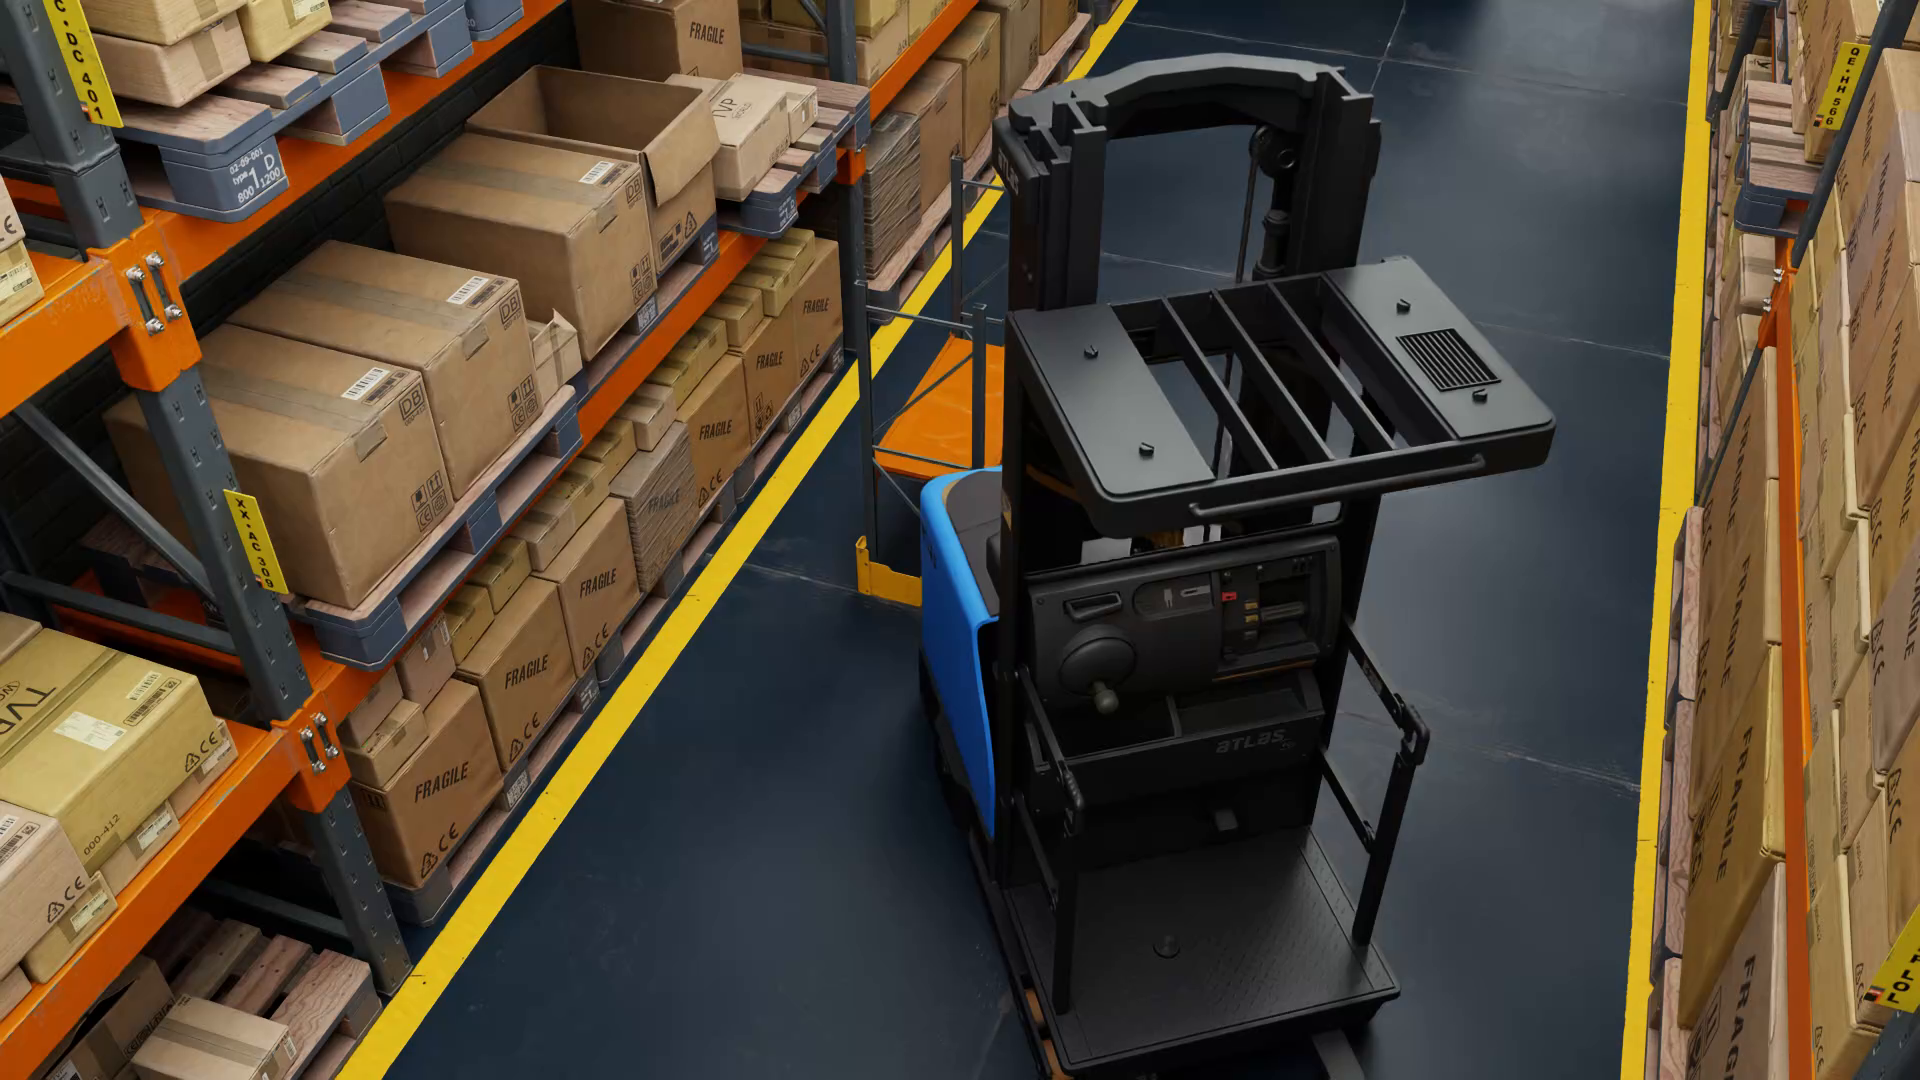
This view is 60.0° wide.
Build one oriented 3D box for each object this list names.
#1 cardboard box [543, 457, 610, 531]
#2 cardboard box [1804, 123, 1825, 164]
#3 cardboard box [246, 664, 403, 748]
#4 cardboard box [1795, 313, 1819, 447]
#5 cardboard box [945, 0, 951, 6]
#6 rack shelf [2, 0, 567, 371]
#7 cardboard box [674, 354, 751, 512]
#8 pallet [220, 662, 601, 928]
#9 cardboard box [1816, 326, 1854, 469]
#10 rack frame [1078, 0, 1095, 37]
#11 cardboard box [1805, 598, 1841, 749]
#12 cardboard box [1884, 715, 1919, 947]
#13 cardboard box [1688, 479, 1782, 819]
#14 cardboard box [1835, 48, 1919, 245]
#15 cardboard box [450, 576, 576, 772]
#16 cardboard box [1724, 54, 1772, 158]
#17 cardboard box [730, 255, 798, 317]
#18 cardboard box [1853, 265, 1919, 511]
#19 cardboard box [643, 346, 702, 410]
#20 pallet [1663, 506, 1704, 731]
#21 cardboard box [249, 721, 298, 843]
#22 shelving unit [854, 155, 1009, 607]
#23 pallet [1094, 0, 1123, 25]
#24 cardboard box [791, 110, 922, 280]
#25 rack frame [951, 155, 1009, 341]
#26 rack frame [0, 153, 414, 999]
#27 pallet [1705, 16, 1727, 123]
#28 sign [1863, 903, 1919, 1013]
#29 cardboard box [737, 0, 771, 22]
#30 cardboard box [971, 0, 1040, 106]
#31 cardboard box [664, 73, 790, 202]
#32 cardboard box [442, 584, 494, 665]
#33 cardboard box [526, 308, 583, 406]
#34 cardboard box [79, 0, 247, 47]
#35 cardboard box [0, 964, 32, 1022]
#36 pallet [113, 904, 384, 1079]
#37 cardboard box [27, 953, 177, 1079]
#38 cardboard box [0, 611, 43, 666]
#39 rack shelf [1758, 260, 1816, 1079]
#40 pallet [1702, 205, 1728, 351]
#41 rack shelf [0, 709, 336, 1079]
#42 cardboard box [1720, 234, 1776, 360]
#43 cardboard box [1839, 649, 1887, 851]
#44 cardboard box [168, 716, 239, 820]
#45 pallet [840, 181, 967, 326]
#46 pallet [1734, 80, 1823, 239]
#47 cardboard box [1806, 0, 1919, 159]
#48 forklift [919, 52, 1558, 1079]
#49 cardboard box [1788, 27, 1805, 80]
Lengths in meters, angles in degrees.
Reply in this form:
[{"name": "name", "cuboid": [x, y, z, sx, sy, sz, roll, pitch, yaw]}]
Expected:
[{"name": "cardboard box", "cuboid": [-1.558, -0.205, 6.281, 0.380, 0.149, 0.250, 15, 43, 17]}, {"name": "cardboard box", "cuboid": [3.630, -1.615, 6.702, 0.380, 0.149, 0.250, 14, 42, 16]}, {"name": "cardboard box", "cuboid": [-2.002, 0.479, 5.251, 0.380, 0.149, 0.250, 13, 42, 14]}, {"name": "cardboard box", "cuboid": [3.153, -0.502, 5.643, 0.500, 0.250, 0.500, 12, 42, 14]}, {"name": "cardboard box", "cuboid": [-0.223, -2.999, 8.570, 0.500, 0.250, 0.500, 12, 42, 14]}, {"name": "rack shelf", "cuboid": [-1.634, -1.866, 5.369, 1.077, 0.370, 4.000, 13, 42, 15]}, {"name": "cardboard box", "cuboid": [-1.250, -0.499, 7.126, 0.500, 0.500, 0.500, 15, 43, 17]}, {"name": "pallet", "cuboid": [-2.076, 0.777, 6.176, 1.003, 0.211, 1.213, 13, 42, 15]}, {"name": "cardboard box", "cuboid": [2.950, -0.382, 5.117, 0.500, 0.250, 0.500, 13, 42, 15]}, {"name": "rack frame", "cuboid": [0.417, -4.658, 10.399, 1.000, 3.000, 0.127, 13, 42, 15]}, {"name": "cardboard box", "cuboid": [2.630, 0.434, 4.546, 0.500, 0.250, 0.500, 12, 42, 14]}, {"name": "cardboard box", "cuboid": [2.264, 0.574, 3.419, 0.500, 0.500, 0.500, 15, 43, 16]}, {"name": "cardboard box", "cuboid": [3.092, 0.475, 5.695, 0.875, 0.875, 0.875, 14, 42, 16]}, {"name": "cardboard box", "cuboid": [3.317, -1.291, 5.605, 0.500, 0.500, 0.500, 12, 42, 14]}, {"name": "cardboard box", "cuboid": [-1.768, 0.440, 6.025, 0.500, 0.500, 0.500, 13, 42, 15]}, {"name": "cardboard box", "cuboid": [4.906, -2.399, 9.451, 0.950, 0.372, 0.625, 14, 42, 16]}, {"name": "cardboard box", "cuboid": [-0.945, -1.143, 7.382, 0.380, 0.149, 0.250, 11, 42, 13]}, {"name": "cardboard box", "cuboid": [2.789, -0.367, 4.522, 0.500, 0.500, 0.500, 14, 42, 16]}, {"name": "cardboard box", "cuboid": [-1.295, -0.689, 6.850, 0.380, 0.149, 0.250, 13, 42, 14]}, {"name": "pallet", "cuboid": [3.375, 0.406, 6.612, 1.003, 0.211, 1.213, 13, 42, 15]}, {"name": "cardboard box", "cuboid": [-2.428, 0.647, 5.783, 0.500, 0.500, 0.500, 13, 42, 15]}, {"name": "shelving unit", "cuboid": [0.026, -0.617, 6.818, 0.587, 1.500, 1.083, 13, 42, 15]}, {"name": "pallet", "cuboid": [0.729, -4.073, 11.862, 1.003, 0.211, 1.213, 13, 42, 15]}, {"name": "cardboard box", "cuboid": [-0.724, -1.852, 8.616, 0.875, 0.625, 0.625, 15, 43, 16]}, {"name": "rack frame", "cuboid": [0.203, -0.933, 7.188, 0.500, 1.500, 0.032, 13, 42, 15]}, {"name": "rack frame", "cuboid": [-2.318, 0.221, 4.680, 1.000, 3.000, 0.127, 13, 42, 15]}, {"name": "pallet", "cuboid": [5.280, -2.916, 10.505, 1.003, 0.211, 1.213, 13, 42, 15]}, {"name": "sign", "cuboid": [1.834, 0.796, 3.175, 0.100, 0.325, 0.005, 13, 42, 15]}, {"name": "cardboard box", "cuboid": [-1.058, -2.687, 7.819, 0.500, 0.250, 0.500, 14, 42, 16]}, {"name": "cardboard box", "cuboid": [-0.023, -3.122, 10.105, 0.875, 0.625, 0.625, 13, 42, 15]}, {"name": "cardboard box", "cuboid": [-1.007, -1.606, 6.613, 0.500, 0.250, 0.500, 11, 42, 13]}, {"name": "cardboard box", "cuboid": [-1.846, 0.261, 5.736, 0.380, 0.149, 0.250, 11, 42, 13]}, {"name": "cardboard box", "cuboid": [-1.482, -0.650, 5.480, 0.396, 0.266, 0.258, 15, 43, 17]}, {"name": "cardboard box", "cuboid": [-1.804, -1.220, 3.622, 0.380, 0.149, 0.250, 14, 43, 16]}, {"name": "cardboard box", "cuboid": [-2.440, 1.049, 3.903, 0.380, 0.149, 0.250, 14, 43, 16]}, {"name": "pallet", "cuboid": [-2.554, 1.701, 5.094, 1.003, 0.211, 1.213, 13, 42, 15]}, {"name": "cardboard box", "cuboid": [-2.766, 1.435, 5.005, 0.500, 0.311, 0.500, 15, 43, 17]}, {"name": "cardboard box", "cuboid": [-2.741, 0.407, 4.348, 0.500, 0.250, 0.500, 13, 42, 15]}, {"name": "rack shelf", "cuboid": [3.031, 0.374, 5.054, 1.077, 0.370, 4.000, 13, 42, 15]}, {"name": "pallet", "cuboid": [4.403, -1.276, 8.583, 1.003, 0.211, 1.213, 13, 42, 15]}, {"name": "rack shelf", "cuboid": [-3.002, 1.715, 3.483, 1.077, 0.370, 4.000, 13, 42, 15]}, {"name": "cardboard box", "cuboid": [4.163, -1.074, 7.898, 0.950, 0.372, 0.625, 13, 42, 14]}, {"name": "cardboard box", "cuboid": [2.434, 0.558, 4.015, 0.500, 0.250, 0.500, 14, 43, 16]}, {"name": "cardboard box", "cuboid": [-2.190, 0.567, 4.468, 0.380, 0.149, 0.250, 14, 42, 16]}, {"name": "pallet", "cuboid": [-0.632, -1.651, 9.023, 1.003, 0.211, 1.213, 13, 42, 15]}, {"name": "pallet", "cuboid": [3.859, -1.505, 6.850, 1.213, 0.211, 1.003, 13, 42, 15]}, {"name": "cardboard box", "cuboid": [3.610, -1.769, 6.383, 0.500, 0.500, 0.500, 12, 42, 14]}, {"name": "forklift", "cuboid": [0.712, 0.326, 4.609, 1.130, 2.935, 3.031, -10, 41, -11]}, {"name": "cardboard box", "cuboid": [3.849, -2.101, 7.272, 0.380, 0.149, 0.250, 14, 42, 16]}]
